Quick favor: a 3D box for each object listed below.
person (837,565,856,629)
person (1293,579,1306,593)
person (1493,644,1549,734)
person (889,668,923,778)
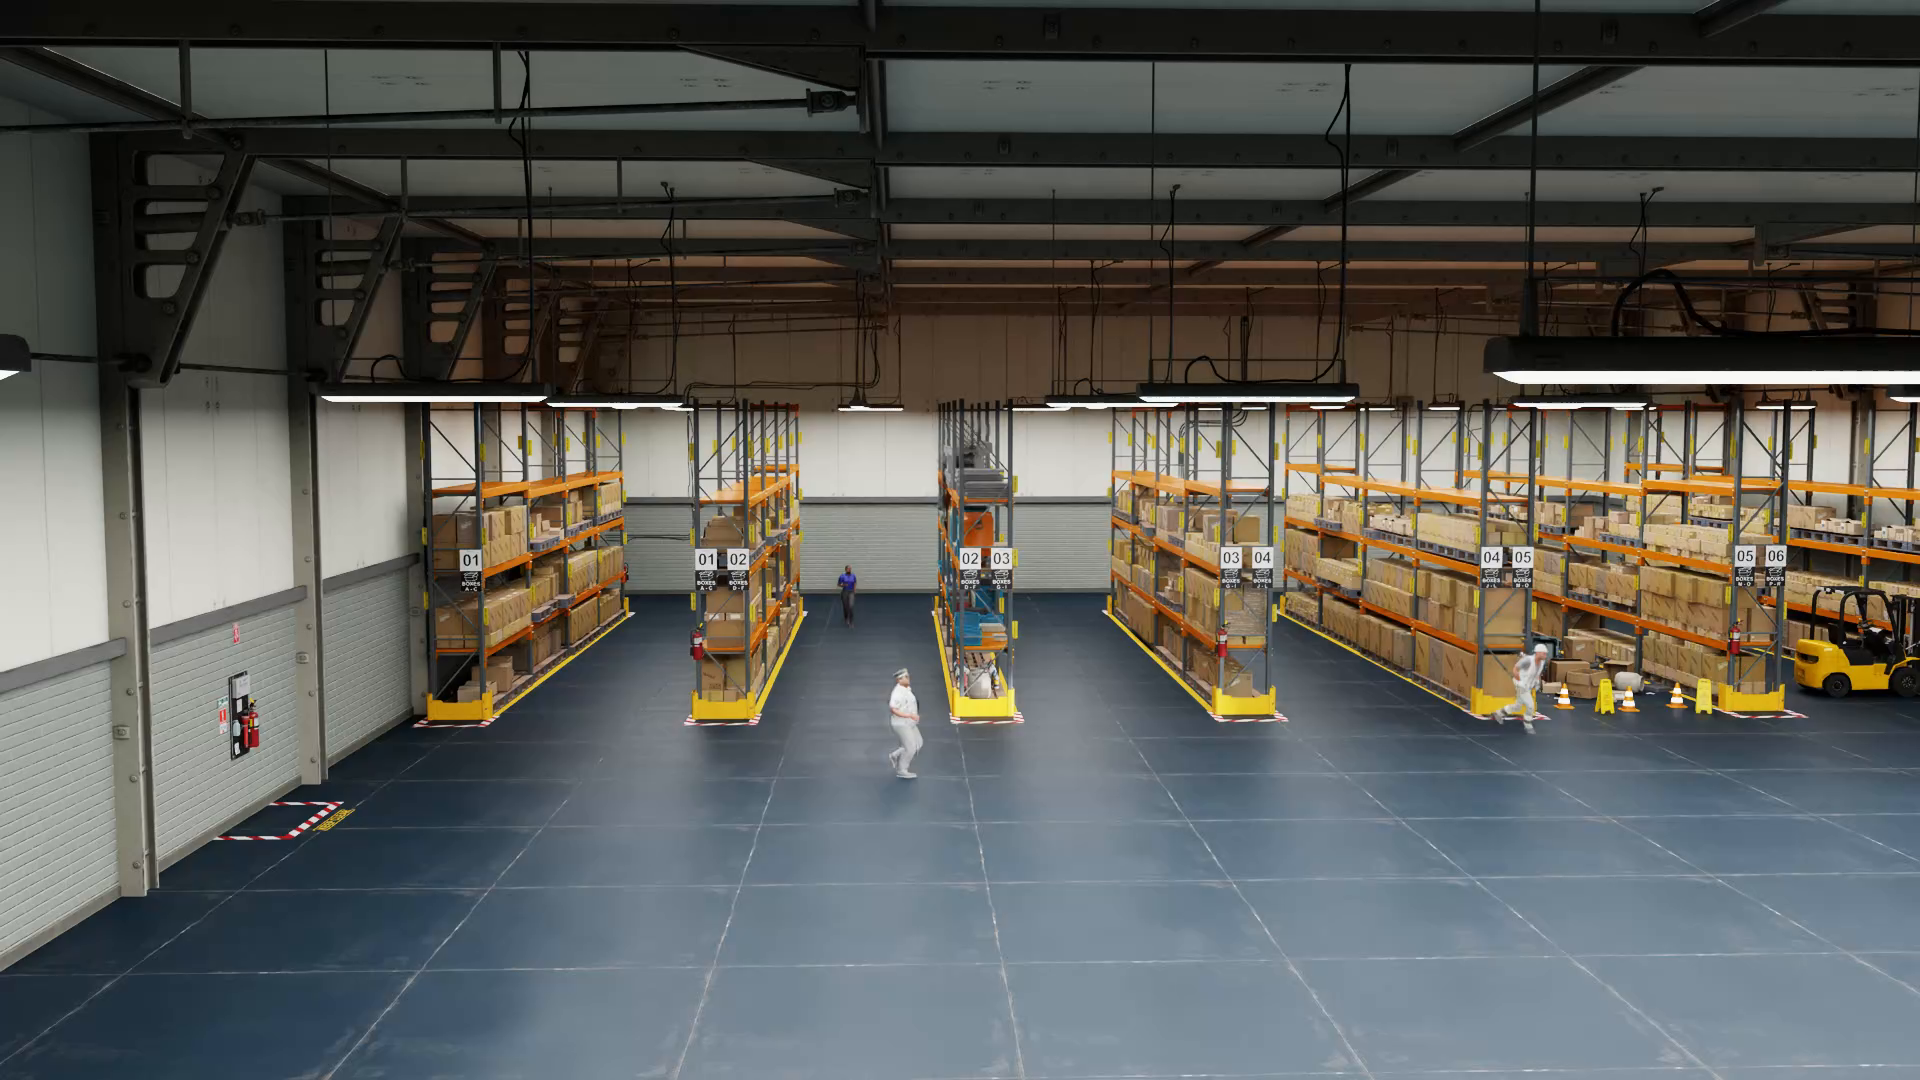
[{"bbox_3d":[-3.036,1.514,44.681,0.554,1.709,0.809,-1,4,-10],"label":"person"},{"bbox_3d":[10.095,1.245,48.992,0.579,1.563,0.594,3,5,35],"label":"person"},{"bbox_3d":[10.126,2.656,29.969,0.653,1.651,1.079,-3,5,-34],"label":"person"},{"bbox_3d":[-0.858,2.869,26.130,0.621,1.733,0.658,1,5,17],"label":"person"}]
